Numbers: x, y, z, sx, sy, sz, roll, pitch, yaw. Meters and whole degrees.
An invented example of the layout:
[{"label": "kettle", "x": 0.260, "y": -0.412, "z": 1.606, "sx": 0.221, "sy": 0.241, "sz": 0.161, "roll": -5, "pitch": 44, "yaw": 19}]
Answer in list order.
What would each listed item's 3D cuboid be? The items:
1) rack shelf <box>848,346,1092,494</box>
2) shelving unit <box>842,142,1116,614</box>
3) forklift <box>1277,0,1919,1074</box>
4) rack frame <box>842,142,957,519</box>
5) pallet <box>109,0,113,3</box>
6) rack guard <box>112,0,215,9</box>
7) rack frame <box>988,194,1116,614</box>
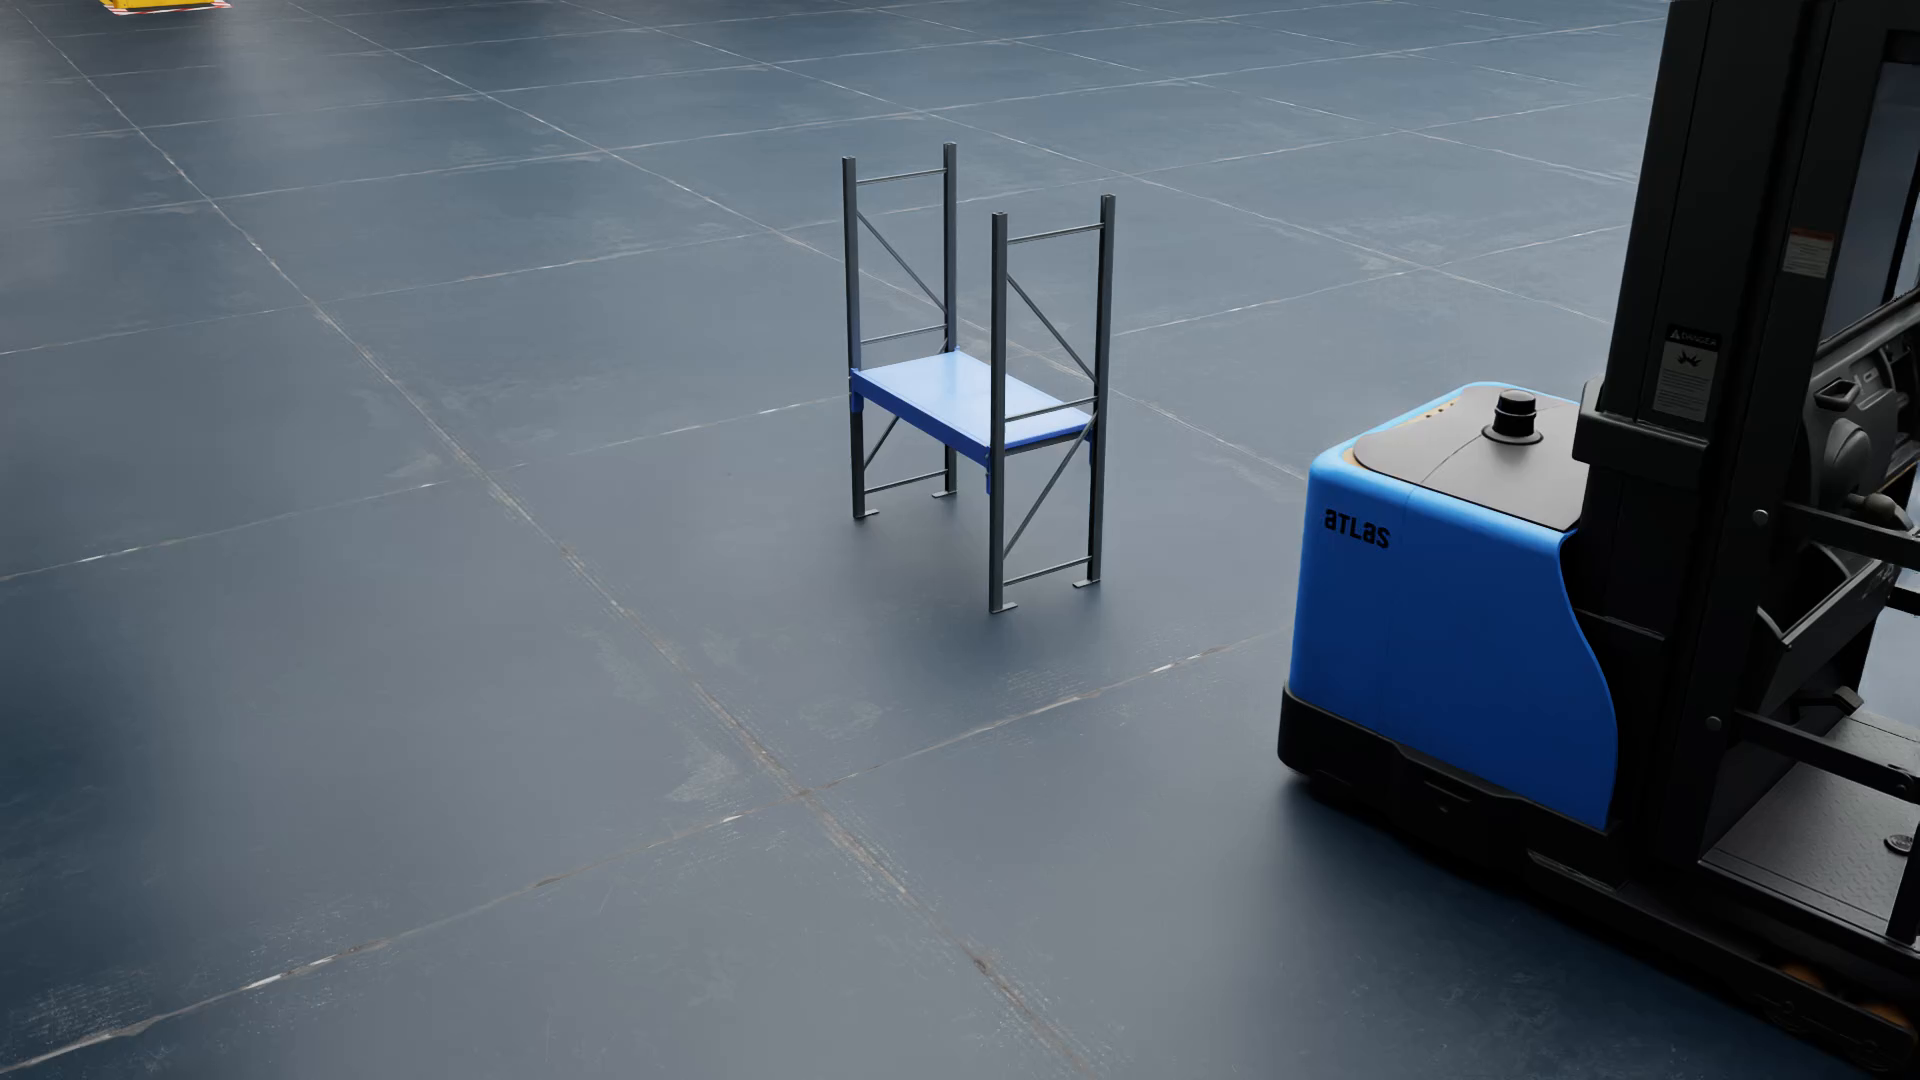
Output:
[{"label": "rack shelf", "x": 0.047, "y": -0.485, "z": 6.442, "sx": 0.538, "sy": 0.185, "sz": 1.000, "roll": -16, "pitch": 29, "yaw": -30}, {"label": "shelving unit", "x": 0.047, "y": -0.648, "z": 6.365, "sx": 0.538, "sy": 1.500, "sz": 1.048, "roll": -16, "pitch": 29, "yaw": -30}, {"label": "forklift", "x": 2.381, "y": -0.291, "z": 3.933, "sx": 1.130, "sy": 2.935, "sz": 3.031, "roll": -23, "pitch": 34, "yaw": -40}, {"label": "rack frame", "x": -0.231, "y": -0.830, "z": 6.750, "sx": 0.500, "sy": 1.500, "sz": 0.032, "roll": -16, "pitch": 29, "yaw": -30}, {"label": "pallet", "x": -10.644, "y": -7.226, "z": 21.810, "sx": 1.003, "sy": 0.211, "sz": 1.213, "roll": -16, "pitch": 29, "yaw": -30}, {"label": "rack guard", "x": -10.178, "y": -7.085, "z": 21.172, "sx": 1.175, "sy": 0.500, "sz": 0.348, "roll": -16, "pitch": 29, "yaw": -30}, {"label": "rack frame", "x": 0.324, "y": -0.466, "z": 5.980, "sx": 0.500, "sy": 1.500, "sz": 0.032, "roll": -16, "pitch": 29, "yaw": -30}]
